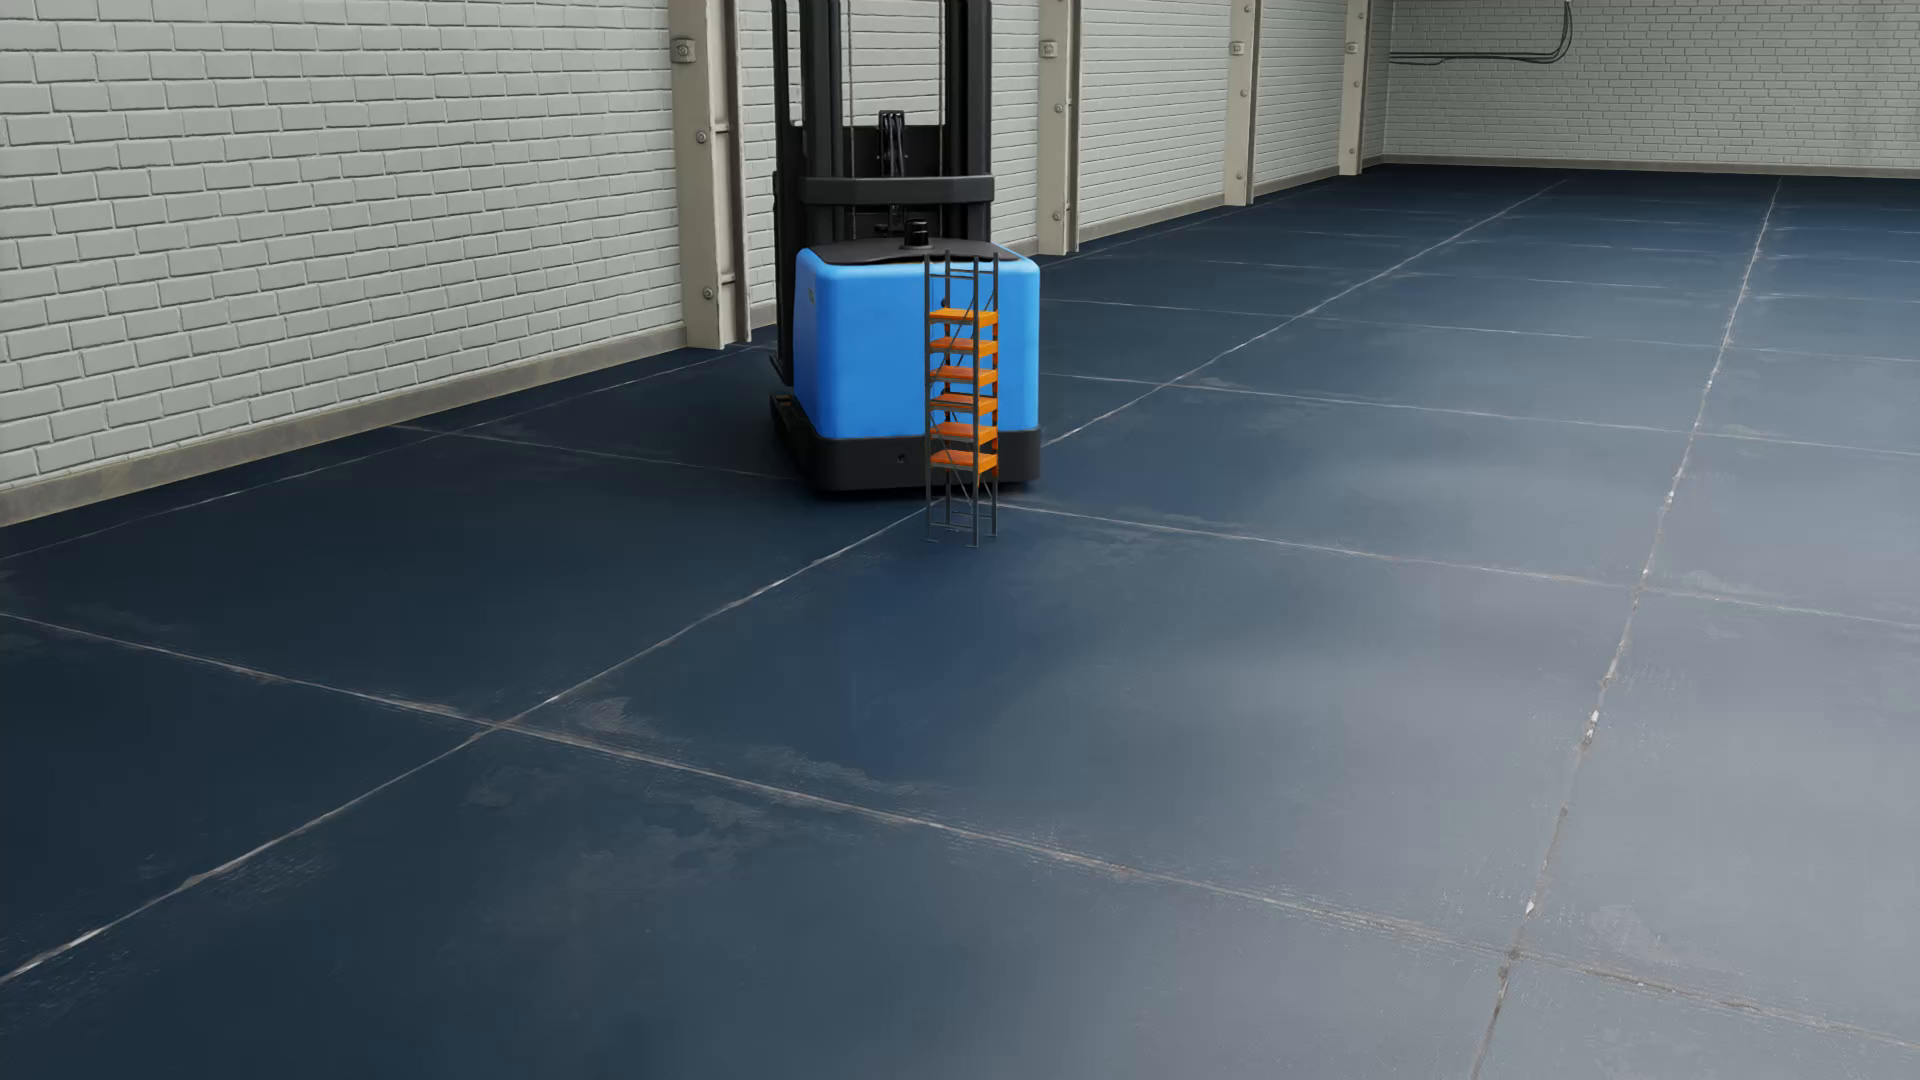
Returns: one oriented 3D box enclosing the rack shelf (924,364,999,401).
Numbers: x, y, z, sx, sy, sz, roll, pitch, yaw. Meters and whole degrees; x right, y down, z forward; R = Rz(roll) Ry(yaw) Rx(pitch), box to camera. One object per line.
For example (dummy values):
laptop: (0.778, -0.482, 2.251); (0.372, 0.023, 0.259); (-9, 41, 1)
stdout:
rack shelf: (0.006, -0.651, 6.844); (0.258, 0.103, 0.180); (8, 18, 25)

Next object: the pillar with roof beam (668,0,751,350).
pillar with roof beam: (2.152, -5.144, 8.539); (9.100, 9.000, 0.400); (8, 18, 25)

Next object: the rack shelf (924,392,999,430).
rack shelf: (0.006, -0.536, 6.879); (0.258, 0.103, 0.180); (8, 18, 25)

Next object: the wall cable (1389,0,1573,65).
wall cable: (8.844, -9.371, 28.222); (3.097, 2.526, 0.112); (8, 18, 25)

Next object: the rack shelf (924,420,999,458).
rack shelf: (0.006, -0.421, 6.913); (0.258, 0.103, 0.180); (8, 18, 25)

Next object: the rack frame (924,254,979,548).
rack frame: (-0.034, -0.556, 6.787); (0.240, 1.200, 0.006); (8, 18, 25)

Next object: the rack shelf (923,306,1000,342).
rack shelf: (0.006, -0.881, 6.776); (0.258, 0.103, 0.180); (8, 18, 25)

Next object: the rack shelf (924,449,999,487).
rack shelf: (0.006, -0.306, 6.947); (0.258, 0.103, 0.180); (8, 18, 25)

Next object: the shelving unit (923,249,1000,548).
shelving unit: (0.006, -0.579, 6.866); (0.258, 1.200, 0.189); (8, 18, 25)

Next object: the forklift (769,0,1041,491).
forklift: (-0.434, -2.004, 8.623); (1.130, 2.935, 3.031); (-3, 17, -12)

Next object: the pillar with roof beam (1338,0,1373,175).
pillar with roof beam: (10.196, -9.729, 23.976); (9.100, 9.000, 0.400); (8, 18, 25)

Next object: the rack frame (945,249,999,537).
rack frame: (0.047, -0.602, 6.944); (0.240, 1.200, 0.006); (8, 18, 25)

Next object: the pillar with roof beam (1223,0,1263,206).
pillar with roof beam: (7.515, -8.201, 18.830); (9.100, 9.000, 0.400); (8, 18, 25)

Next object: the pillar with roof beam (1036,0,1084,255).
pillar with roof beam: (4.833, -6.673, 13.685); (9.100, 9.000, 0.400); (8, 18, 25)

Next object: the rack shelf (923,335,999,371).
rack shelf: (0.006, -0.766, 6.810); (0.258, 0.103, 0.180); (8, 18, 25)
